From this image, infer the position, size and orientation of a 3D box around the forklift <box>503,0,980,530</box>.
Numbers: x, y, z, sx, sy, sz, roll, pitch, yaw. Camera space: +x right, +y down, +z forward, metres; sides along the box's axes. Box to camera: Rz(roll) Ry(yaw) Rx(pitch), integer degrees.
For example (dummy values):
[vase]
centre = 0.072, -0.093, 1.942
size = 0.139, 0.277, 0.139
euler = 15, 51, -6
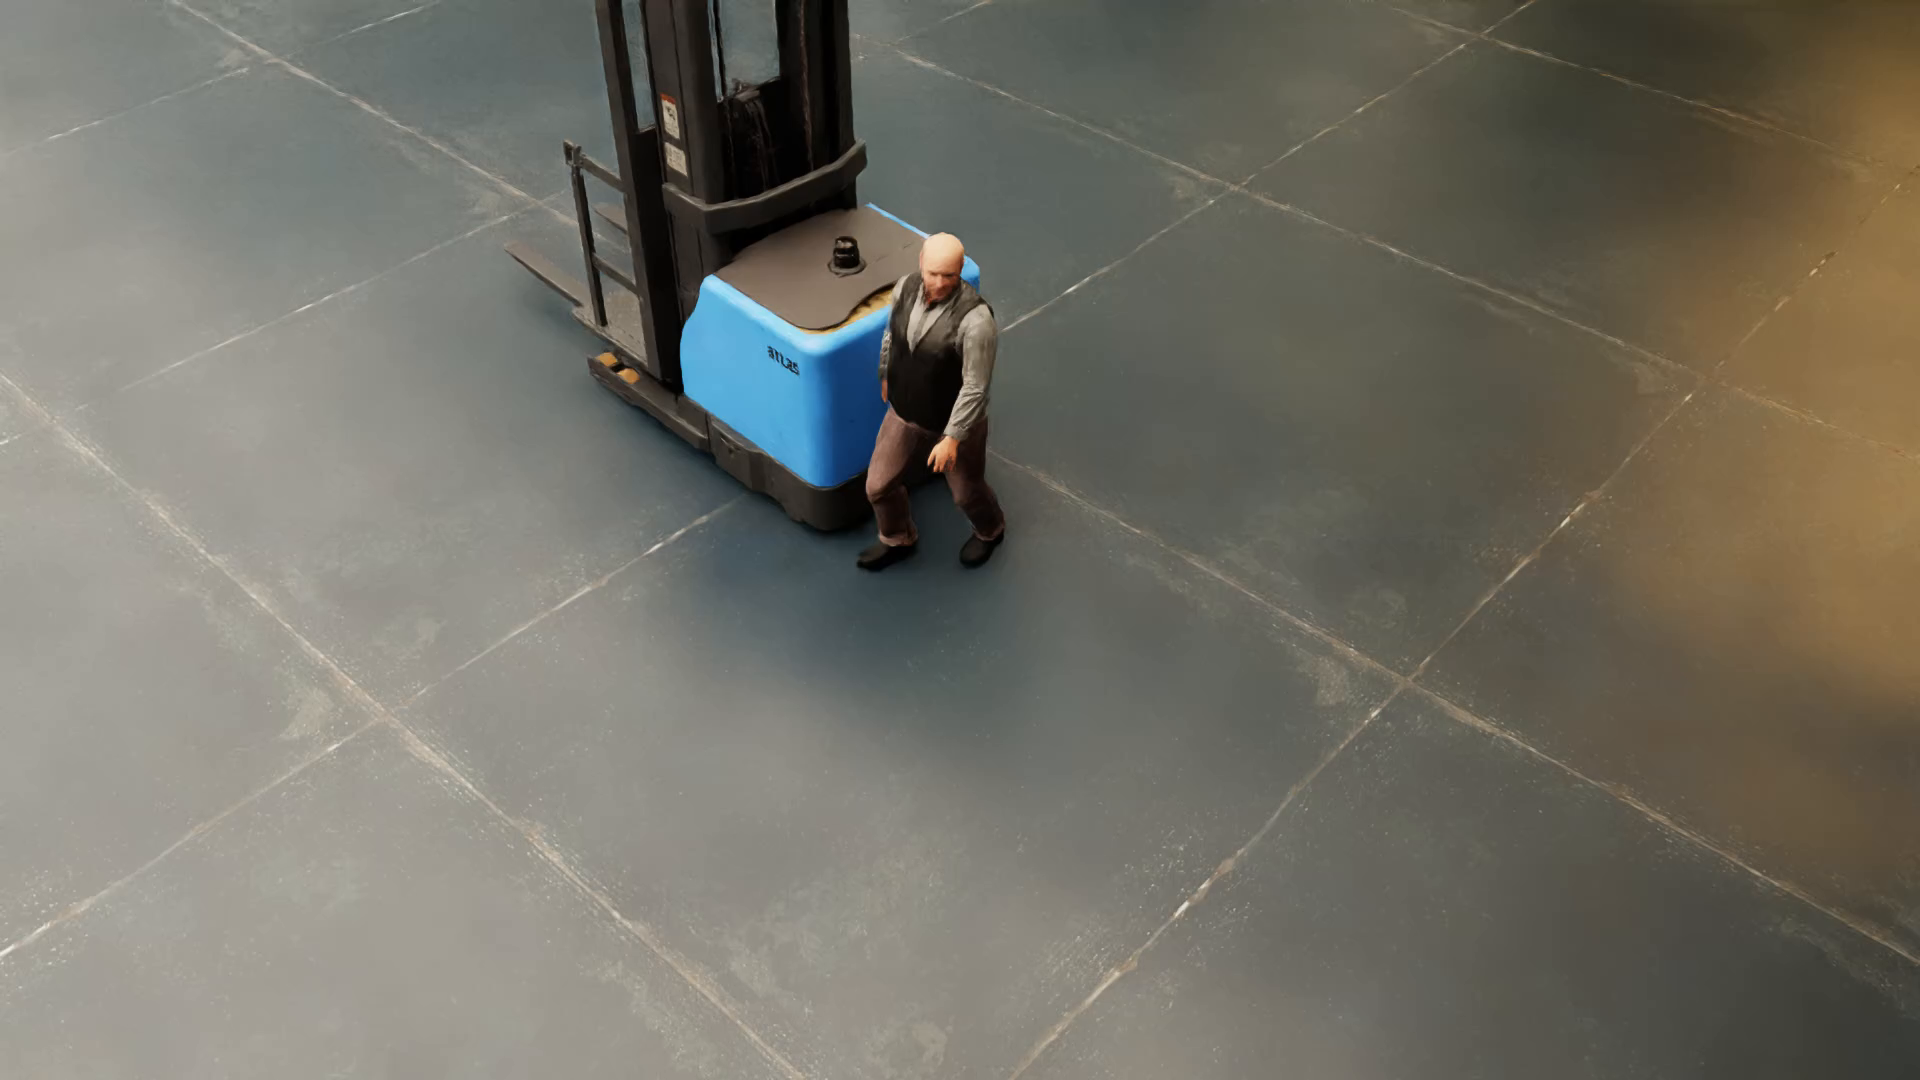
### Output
[forklift]
centre = -1.269, -2.027, 7.791
size = 1.130, 2.935, 3.031
euler = -32, 50, -31

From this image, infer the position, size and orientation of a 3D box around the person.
[person]
centre = -0.118, -0.559, 7.058
size = 0.651, 1.676, 0.642
euler = 23, 46, 25
